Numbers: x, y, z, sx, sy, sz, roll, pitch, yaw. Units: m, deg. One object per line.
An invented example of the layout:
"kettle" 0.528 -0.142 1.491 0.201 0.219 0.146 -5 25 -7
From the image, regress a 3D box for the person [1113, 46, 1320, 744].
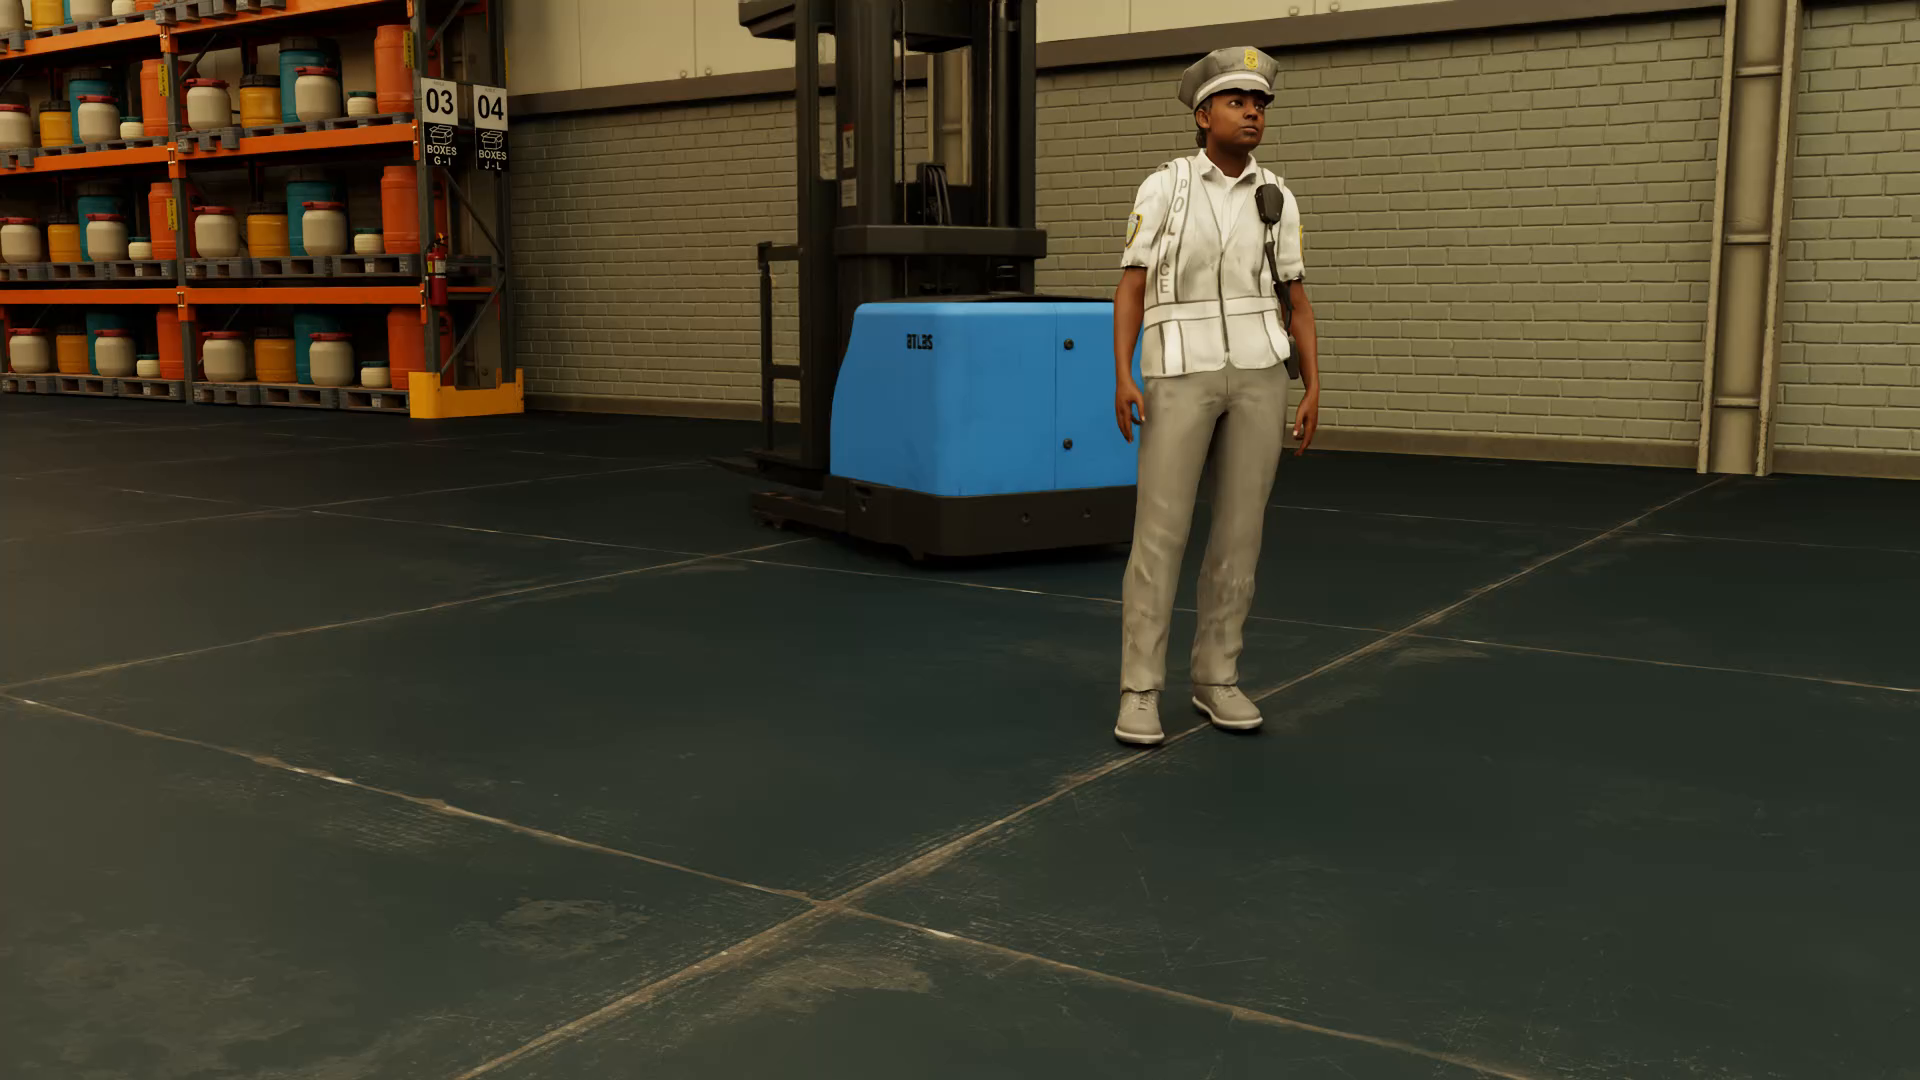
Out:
"person" 0.644 -0.376 4.178 0.570 1.695 0.530 -1 8 -7

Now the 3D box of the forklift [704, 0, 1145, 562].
"forklift" -0.371 -1.529 7.947 1.130 2.935 3.031 -5 9 -30
